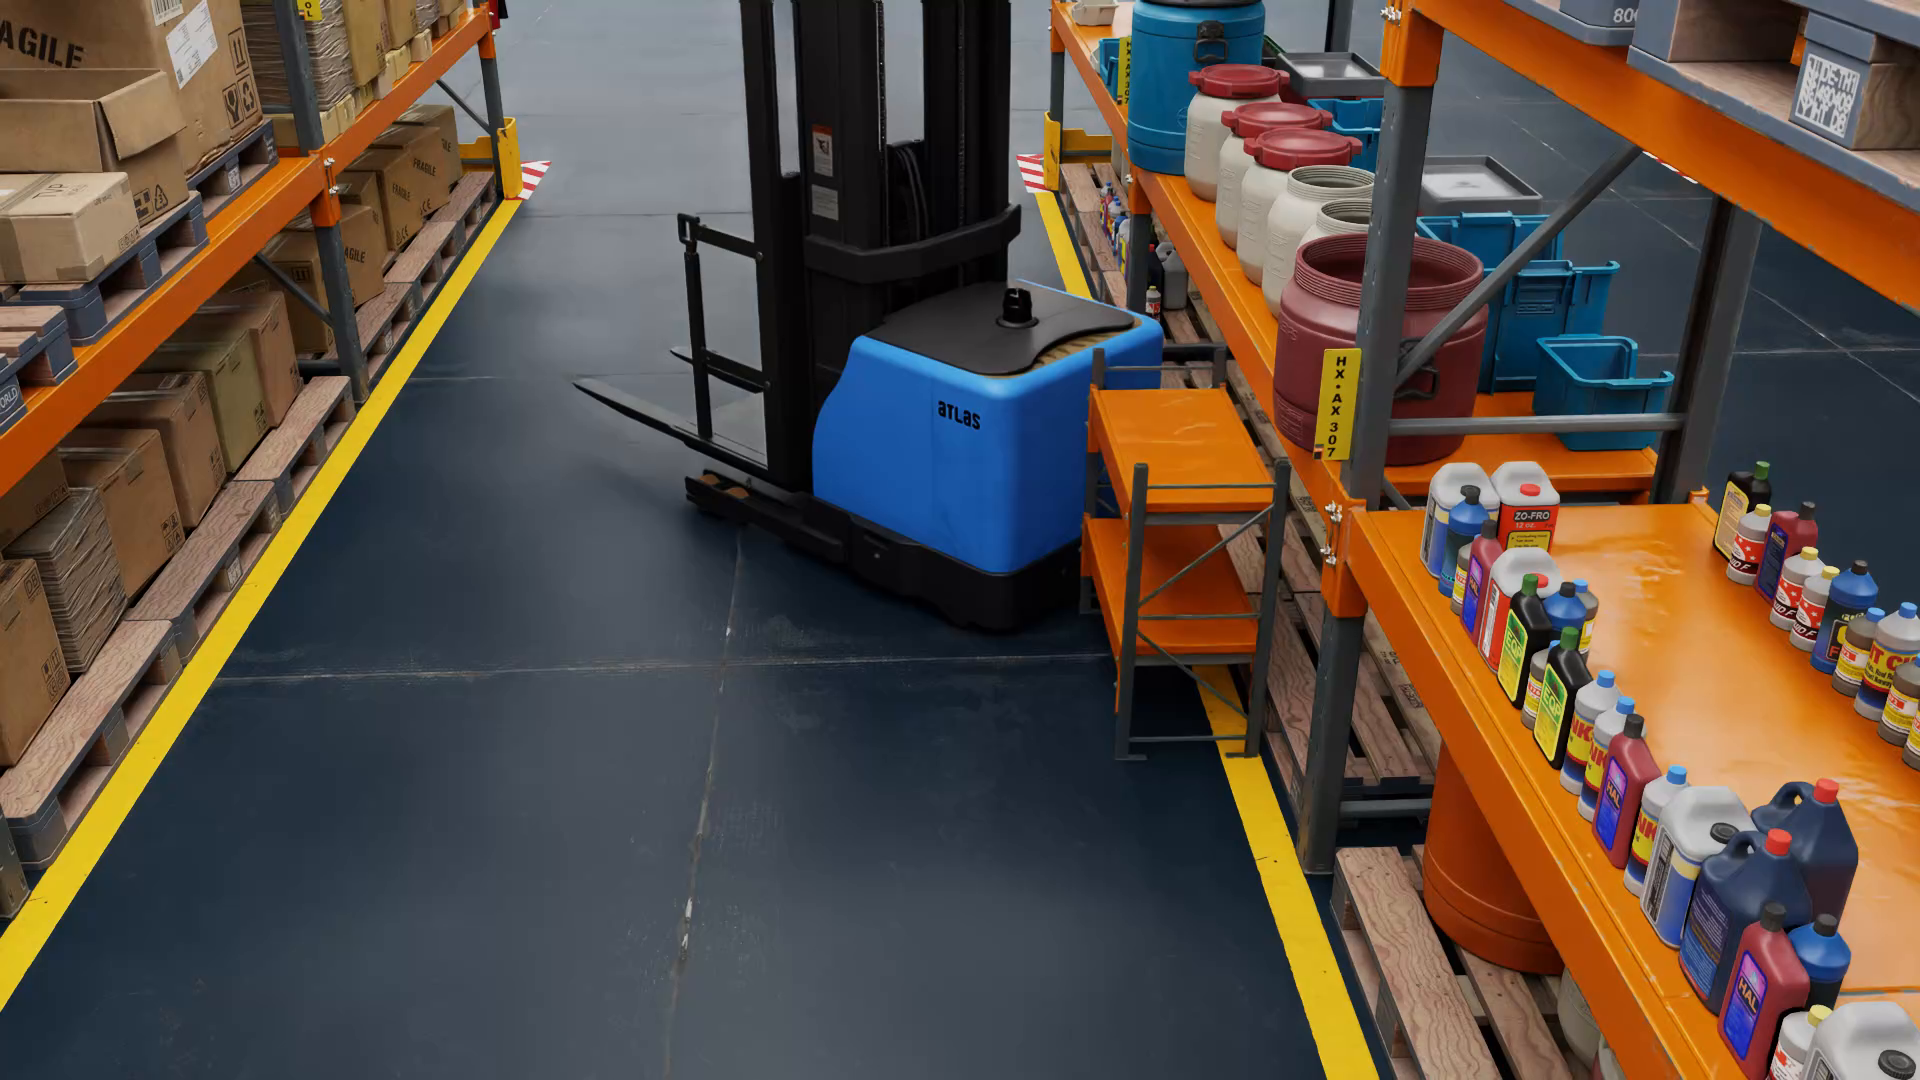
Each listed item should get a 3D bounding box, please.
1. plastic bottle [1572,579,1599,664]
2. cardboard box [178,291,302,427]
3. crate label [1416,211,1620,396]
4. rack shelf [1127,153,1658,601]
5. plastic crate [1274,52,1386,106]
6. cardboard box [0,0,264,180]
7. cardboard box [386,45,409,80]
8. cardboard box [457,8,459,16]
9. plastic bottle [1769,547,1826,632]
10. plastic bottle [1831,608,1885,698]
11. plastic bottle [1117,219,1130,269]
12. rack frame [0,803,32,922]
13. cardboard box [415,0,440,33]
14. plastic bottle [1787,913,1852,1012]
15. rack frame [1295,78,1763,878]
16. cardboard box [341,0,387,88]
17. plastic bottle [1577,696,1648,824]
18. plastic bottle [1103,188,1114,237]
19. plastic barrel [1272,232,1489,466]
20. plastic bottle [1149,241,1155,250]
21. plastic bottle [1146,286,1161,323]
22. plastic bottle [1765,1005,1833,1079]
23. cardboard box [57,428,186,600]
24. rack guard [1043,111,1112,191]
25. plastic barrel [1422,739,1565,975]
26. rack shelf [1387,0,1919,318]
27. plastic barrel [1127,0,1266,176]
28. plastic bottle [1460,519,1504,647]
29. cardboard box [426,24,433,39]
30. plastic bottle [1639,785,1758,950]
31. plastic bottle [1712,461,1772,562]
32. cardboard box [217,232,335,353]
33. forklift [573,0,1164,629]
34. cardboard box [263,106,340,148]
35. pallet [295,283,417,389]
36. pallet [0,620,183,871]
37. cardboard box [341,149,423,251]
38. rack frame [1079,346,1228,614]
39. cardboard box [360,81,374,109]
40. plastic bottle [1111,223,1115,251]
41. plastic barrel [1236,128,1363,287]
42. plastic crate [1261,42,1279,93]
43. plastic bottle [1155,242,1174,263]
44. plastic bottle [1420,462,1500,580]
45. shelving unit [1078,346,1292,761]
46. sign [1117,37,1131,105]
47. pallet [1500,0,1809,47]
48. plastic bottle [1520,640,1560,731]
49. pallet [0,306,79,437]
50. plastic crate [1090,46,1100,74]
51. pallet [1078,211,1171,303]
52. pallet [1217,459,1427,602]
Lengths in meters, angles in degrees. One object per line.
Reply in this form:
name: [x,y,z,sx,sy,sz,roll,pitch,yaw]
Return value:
plastic bottle: [1.424,0.186,3.864,0.097,0.201,0.097,0,28,0]
cardboard box: [-3.568,-0.842,7.848,0.700,0.500,0.500,-3,28,-7]
crate label: [1.795,-0.793,5.488,0.502,0.435,0.616,-1,28,-3]
rack shelf: [1.472,-0.916,6.541,1.077,0.370,4.000,-1,28,-3]
plastic crate: [1.699,-1.971,7.716,0.402,0.464,0.583,-1,28,-3]
cardboard box: [-3.677,-2.121,6.971,1.000,1.000,1.000,-1,28,-2]
cardboard box: [-3.381,-2.727,9.506,0.380,0.149,0.250,-1,28,-3]
cardboard box: [-3.554,-3.533,11.052,0.380,0.149,0.250,-1,28,-3]
plastic bottle: [2.024,0.113,4.004,0.097,0.201,0.097,0,28,0]
plastic bottle: [2.039,0.248,3.746,0.097,0.201,0.097,0,28,0]
plastic bottle: [1.015,-1.750,9.831,0.152,0.276,0.135,-1,28,-2]
rack frame: [-3.369,-0.192,4.375,1.000,3.000,0.127,-1,28,-3]
cardboard box: [-3.657,-3.348,9.996,0.875,0.500,0.500,-1,28,-3]
plastic bottle: [1.398,0.732,2.743,0.097,0.271,0.097,0,28,0]
rack frame: [1.577,-0.312,4.604,1.000,3.000,0.127,-1,28,-3]
cardboard box: [-3.531,-2.657,8.670,0.875,0.500,0.500,-1,28,-3]
plastic bottle: [1.304,0.434,3.313,0.097,0.271,0.097,0,28,0]
plastic bottle: [0.936,-2.047,10.393,0.061,0.283,0.133,-1,28,-2]
plastic barrel: [1.250,-0.579,4.969,0.600,0.536,0.708,-1,28,-3]
plastic bottle: [1.037,-1.559,9.383,0.144,0.351,0.185,-3,28,-5]
plastic bottle: [1.038,-1.273,8.998,0.097,0.201,0.097,0,28,0]
plastic bottle: [1.344,0.826,2.638,0.097,0.201,0.097,0,28,0]
cardboard box: [-3.502,-0.105,6.436,0.700,0.500,0.500,1,28,2]
rack guard: [1.210,-2.864,12.200,1.175,0.500,0.348,-1,28,-3]
plastic barrel: [1.619,0.690,4.576,0.600,0.830,0.708,-1,28,-3]
rack shelf: [1.681,-0.399,2.306,1.077,0.370,4.000,-1,28,-3]
plastic barrel: [1.086,-2.196,7.674,0.600,0.901,0.708,-1,28,-3]
plastic bottle: [1.248,0.101,3.940,0.061,0.283,0.133,-1,28,-3]
cardboard box: [-3.520,-3.187,10.388,0.380,0.149,0.250,-1,28,-3]
plastic bottle: [1.349,0.591,3.007,0.152,0.276,0.135,-1,28,-3]
plastic bottle: [2.024,-0.083,4.293,0.061,0.283,0.133,-1,28,-3]
cardboard box: [-3.559,-1.303,8.753,0.500,0.500,0.500,-2,28,-4]
forklift: [-0.594,-1.524,7.002,3.031,2.935,1.130,23,35,37]
cardboard box: [-3.289,-2.035,8.179,0.380,0.149,0.250,-1,28,-3]
pallet: [-3.649,-1.112,9.154,1.003,0.211,1.213,-1,28,-3]
pallet: [-3.409,0.683,5.712,1.003,0.211,1.213,-1,28,-3]
cardboard box: [-3.692,-2.111,10.303,0.500,0.500,0.500,1,28,2]
rack frame: [0.736,-0.212,6.432,0.500,1.125,0.032,-1,28,-3]
cardboard box: [-3.352,-2.380,8.842,0.380,0.149,0.250,-1,28,-3]
plastic bottle: [0.971,-1.865,10.133,0.097,0.201,0.097,0,28,0]
plastic barrel: [1.260,-1.233,6.224,0.433,0.535,0.433,0,28,0]
plastic crate: [1.468,-2.376,8.630,0.767,0.338,0.504,-1,28,-3]
plastic bottle: [1.183,-1.541,9.430,0.152,0.276,0.135,-1,28,-3]
plastic bottle: [1.277,-0.049,4.235,0.152,0.276,0.135,-1,28,-3]
shelving unit: [0.765,0.023,5.982,0.538,1.125,1.048,-1,28,-3]
sign: [0.818,-2.274,8.066,0.100,0.325,0.005,-1,28,-3]
pallet: [1.519,-1.202,3.272,1.003,0.211,1.213,-1,28,-3]
plastic bottle: [1.287,0.313,3.620,0.097,0.201,0.097,0,28,0]
pallet: [-3.513,-0.434,5.045,1.213,0.211,1.003,-1,28,-3]
plastic crate: [1.030,-2.786,9.633,0.530,0.136,0.437,-1,28,-3]
pallet: [1.308,-1.799,10.470,1.003,0.211,1.213,-1,28,-3]
pallet: [1.515,0.004,7.014,1.003,0.211,1.213,-1,28,-3]
